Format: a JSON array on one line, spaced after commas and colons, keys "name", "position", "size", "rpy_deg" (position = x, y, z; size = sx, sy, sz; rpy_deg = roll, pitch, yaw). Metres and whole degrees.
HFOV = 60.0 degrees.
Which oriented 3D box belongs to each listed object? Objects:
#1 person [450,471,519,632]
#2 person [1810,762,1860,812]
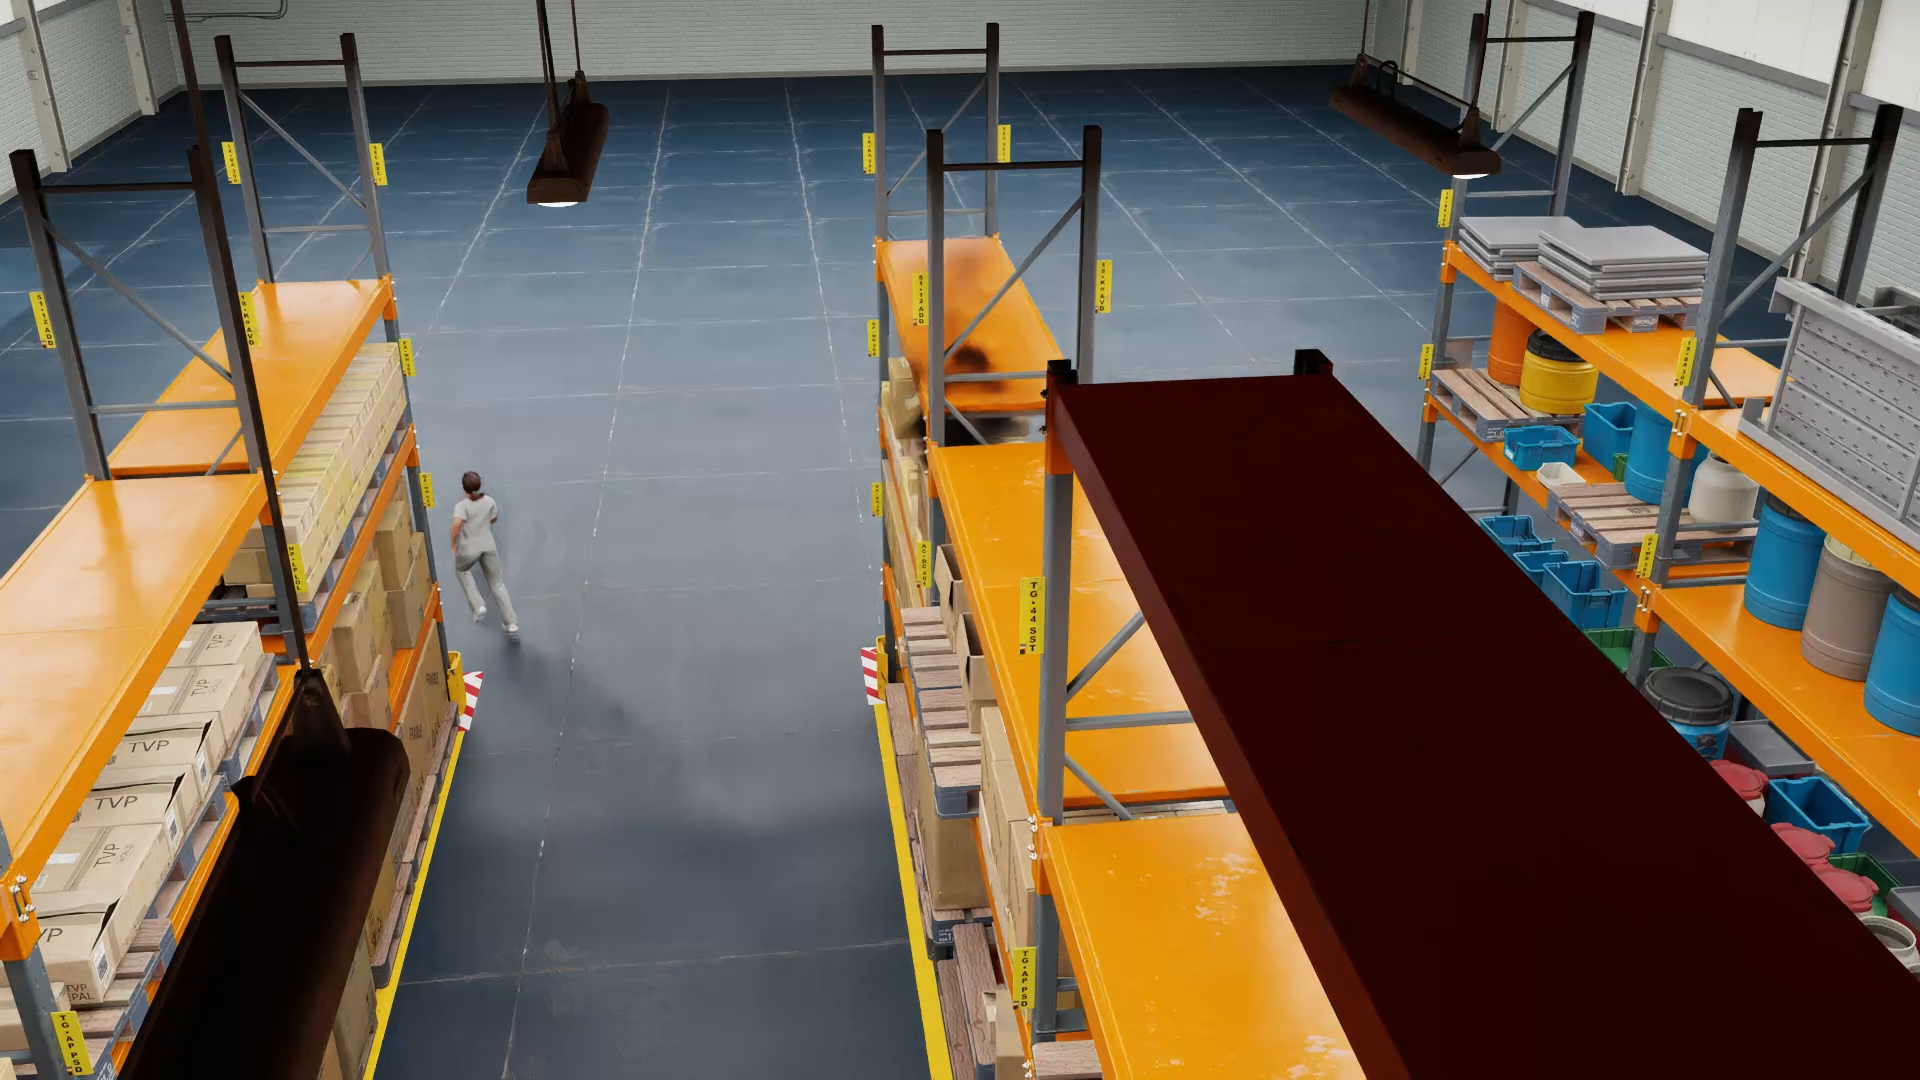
[{"name": "person", "position": [-4.722, 0.136, 16.284], "size": [0.571, 1.674, 0.860], "rpy_deg": [-18, 31, -33]}, {"name": "person", "position": [7.010, 1.573, 13.190], "size": [0.715, 1.735, 0.812], "rpy_deg": [-9, 27, -18]}]
